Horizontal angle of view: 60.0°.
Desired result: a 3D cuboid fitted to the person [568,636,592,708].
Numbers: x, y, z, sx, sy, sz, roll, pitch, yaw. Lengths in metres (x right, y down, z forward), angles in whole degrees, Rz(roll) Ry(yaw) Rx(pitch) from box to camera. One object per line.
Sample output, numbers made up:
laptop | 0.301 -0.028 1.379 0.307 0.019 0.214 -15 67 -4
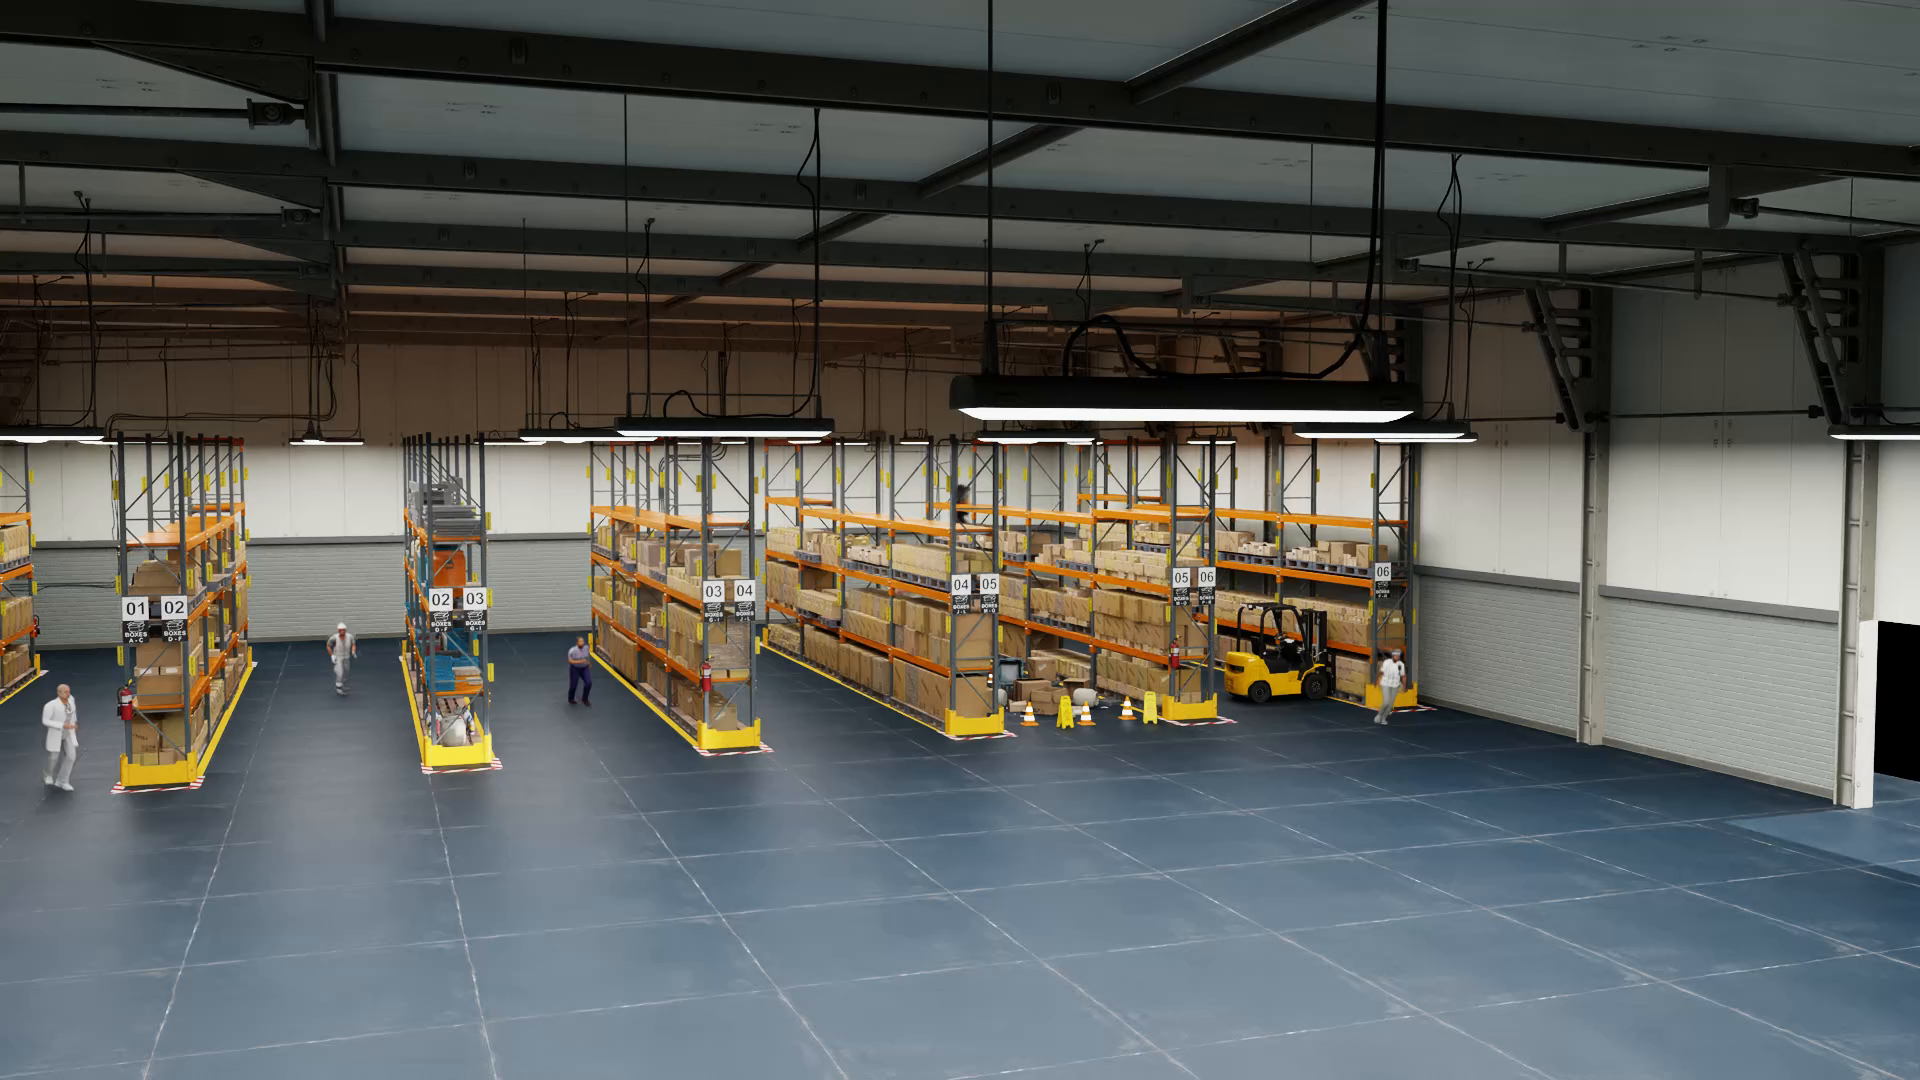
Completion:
person | -8.397 2.904 36.706 0.599 1.607 0.934 -2 4 -32

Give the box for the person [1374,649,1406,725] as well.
person | 8.852 3.019 34.189 0.580 1.612 0.680 0 3 -7

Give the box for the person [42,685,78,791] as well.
person | -15.177 3.305 27.964 0.861 1.799 0.685 2 4 36

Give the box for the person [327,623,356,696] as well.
person | -14.308 2.747 38.467 0.671 1.698 0.891 -3 4 -45
